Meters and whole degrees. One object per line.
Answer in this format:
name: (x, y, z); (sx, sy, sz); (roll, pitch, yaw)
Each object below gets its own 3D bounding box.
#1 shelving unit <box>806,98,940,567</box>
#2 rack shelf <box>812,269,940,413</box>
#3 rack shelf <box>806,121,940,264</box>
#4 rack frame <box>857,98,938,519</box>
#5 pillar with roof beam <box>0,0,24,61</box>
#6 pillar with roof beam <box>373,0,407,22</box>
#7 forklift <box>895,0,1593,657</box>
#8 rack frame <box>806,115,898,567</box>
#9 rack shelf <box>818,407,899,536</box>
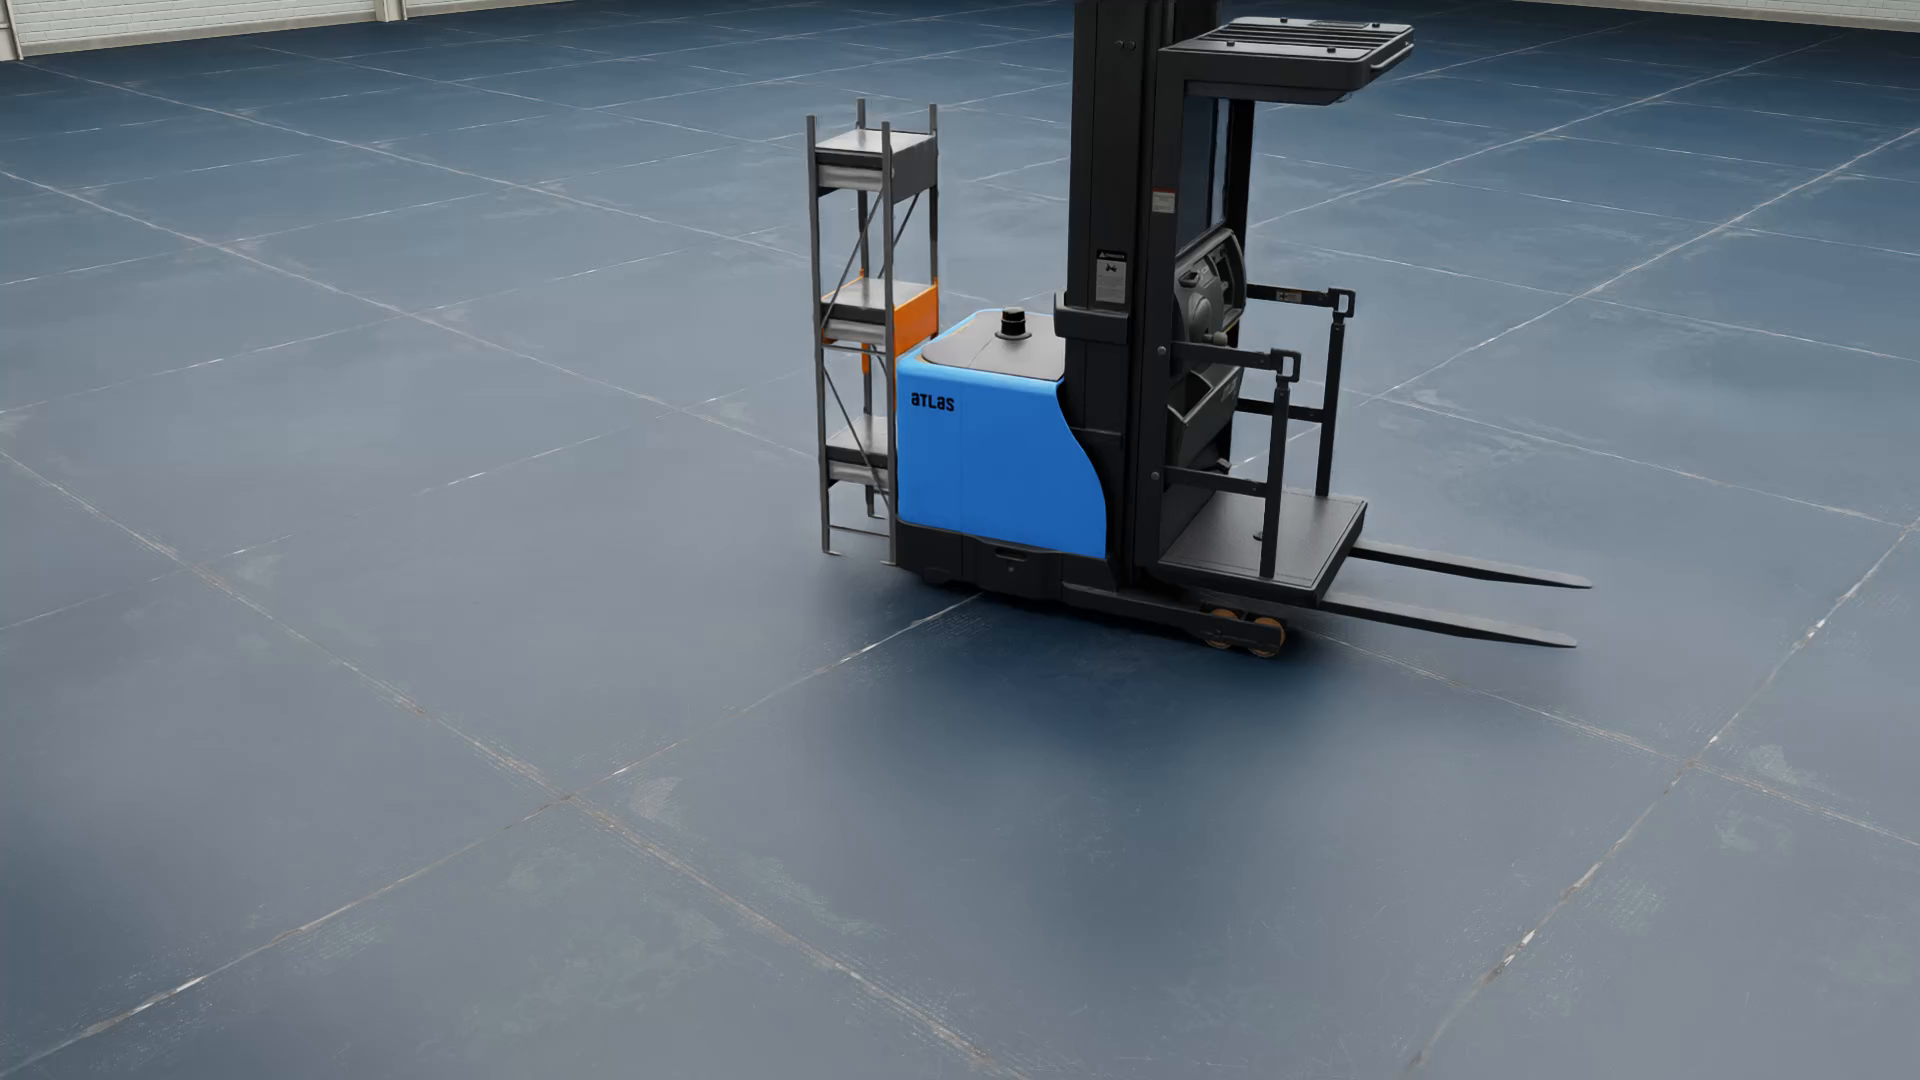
shelving unit: (-0.387, -0.956, 7.815); (0.431, 2.100, 0.503); (10, 26, 22)
rack shelf: (-0.387, -0.943, 7.821); (0.431, 0.518, 0.480); (10, 26, 22)
rack shelf: (-0.387, -1.582, 7.534); (0.431, 0.518, 0.480); (10, 26, 22)
rack frame: (-0.288, -1.047, 8.019); (0.400, 2.100, 0.015); (10, 26, 22)
pillar with roof beam: (-10.115, -9.627, 18.722); (9.100, 9.000, 0.400); (20, 31, 38)
pillar with roof beam: (-6.111, -11.455, 22.799); (9.100, 9.000, 0.400); (20, 31, 38)
forklift: (1.260, -1.083, 7.082); (3.031, 2.935, 1.130); (11, 26, 22)
rack frame: (-0.485, -0.864, 7.611); (0.400, 2.100, 0.015); (10, 26, 22)
rack shelf: (-0.387, -0.305, 8.107); (0.431, 0.518, 0.480); (10, 26, 22)
